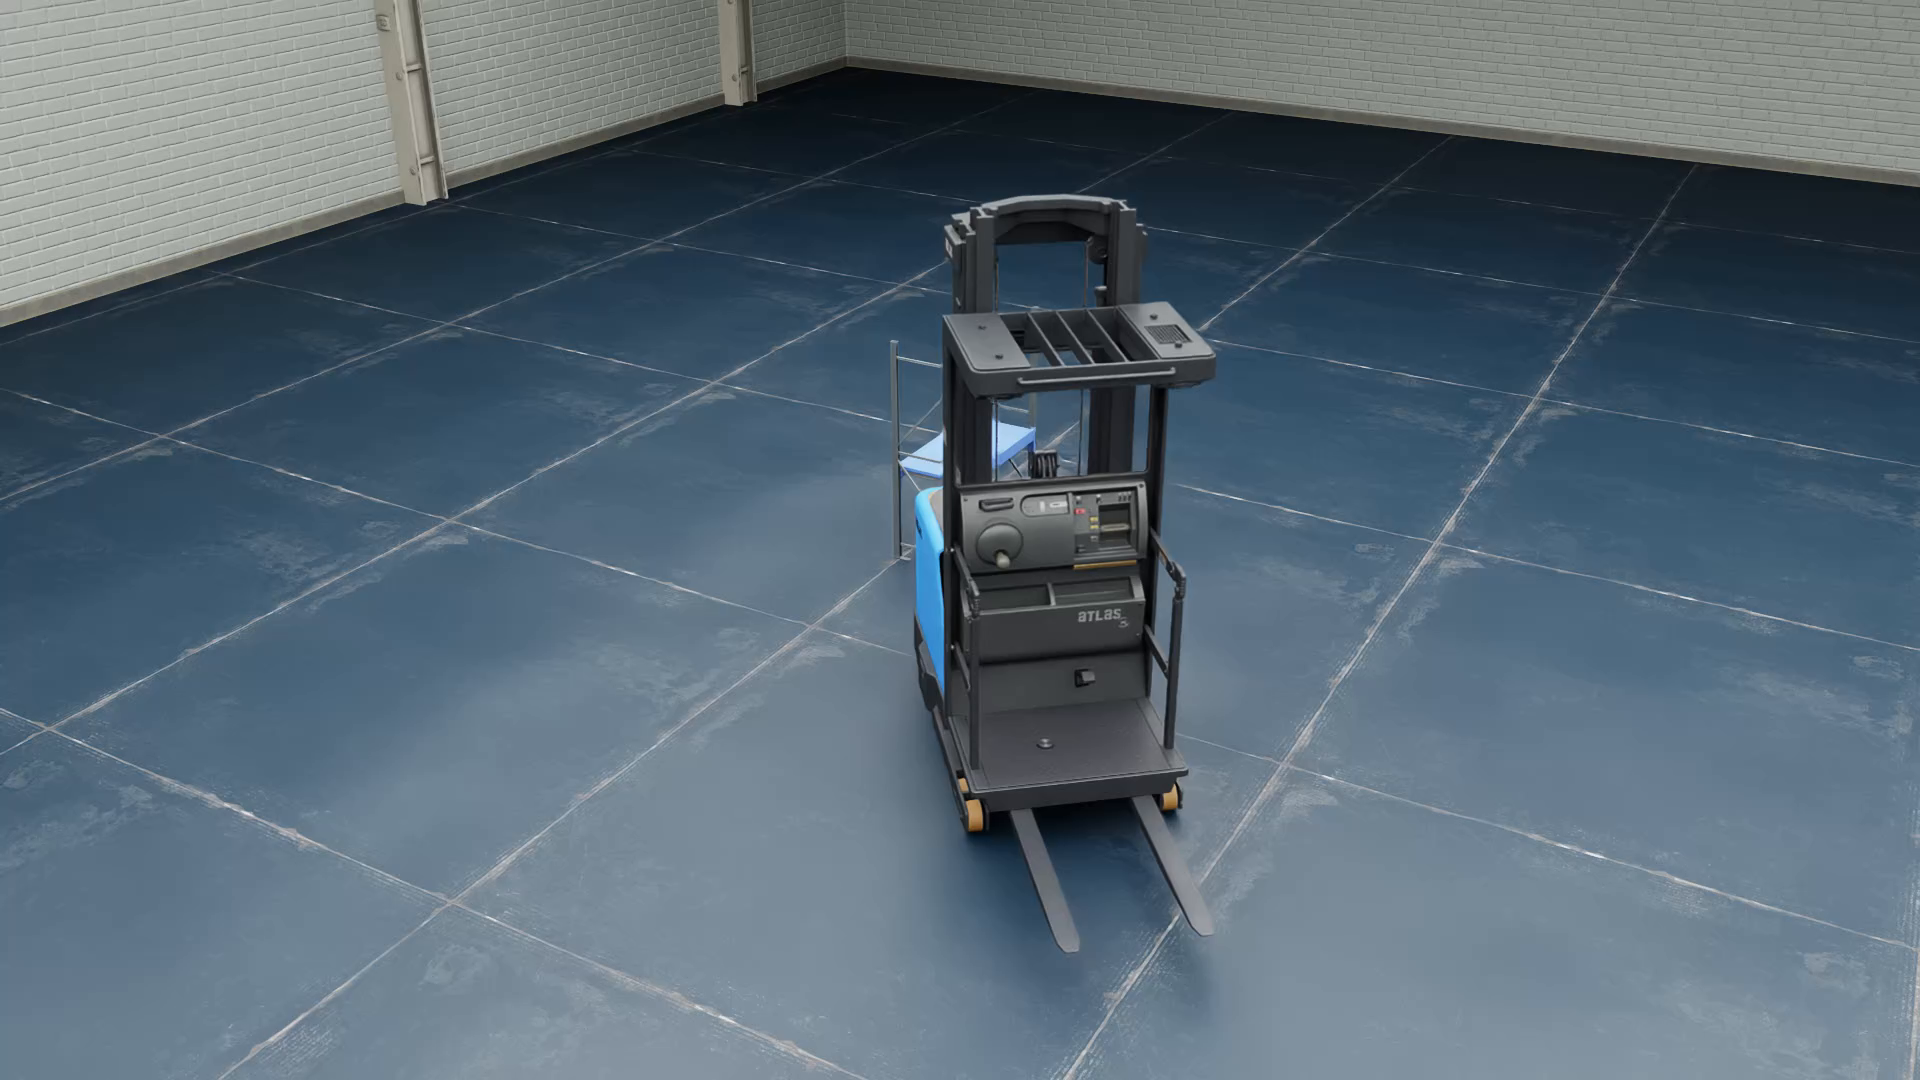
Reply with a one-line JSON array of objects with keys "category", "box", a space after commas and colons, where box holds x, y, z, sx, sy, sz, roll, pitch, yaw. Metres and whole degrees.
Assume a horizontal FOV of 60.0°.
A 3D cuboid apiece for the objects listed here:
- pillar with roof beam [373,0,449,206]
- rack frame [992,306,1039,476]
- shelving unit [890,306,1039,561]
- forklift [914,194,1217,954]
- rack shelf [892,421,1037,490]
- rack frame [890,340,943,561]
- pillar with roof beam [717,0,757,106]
[{"category": "pillar with roof beam", "box": [-2.315, -6.940, 14.981, 9.100, 9.000, 0.400, 14, 30, 26]}, {"category": "rack frame", "box": [0.292, -0.902, 11.296, 0.500, 1.500, 0.032, 14, 30, 26]}, {"category": "shelving unit", "box": [0.042, -0.704, 10.901, 0.538, 1.500, 1.048, 14, 30, 26]}, {"category": "forklift", "box": [0.505, -0.034, 7.963, 1.130, 2.935, 3.031, -5, 27, -9]}, {"category": "rack shelf", "box": [0.042, -0.543, 10.981, 0.538, 0.185, 1.000, 14, 30, 26]}, {"category": "rack frame", "box": [-0.208, -0.506, 10.505, 0.500, 1.500, 0.032, 14, 30, 26]}, {"category": "pillar with roof beam", "box": [0.637, -9.278, 19.652, 9.100, 9.000, 0.400, 14, 30, 26]}]
